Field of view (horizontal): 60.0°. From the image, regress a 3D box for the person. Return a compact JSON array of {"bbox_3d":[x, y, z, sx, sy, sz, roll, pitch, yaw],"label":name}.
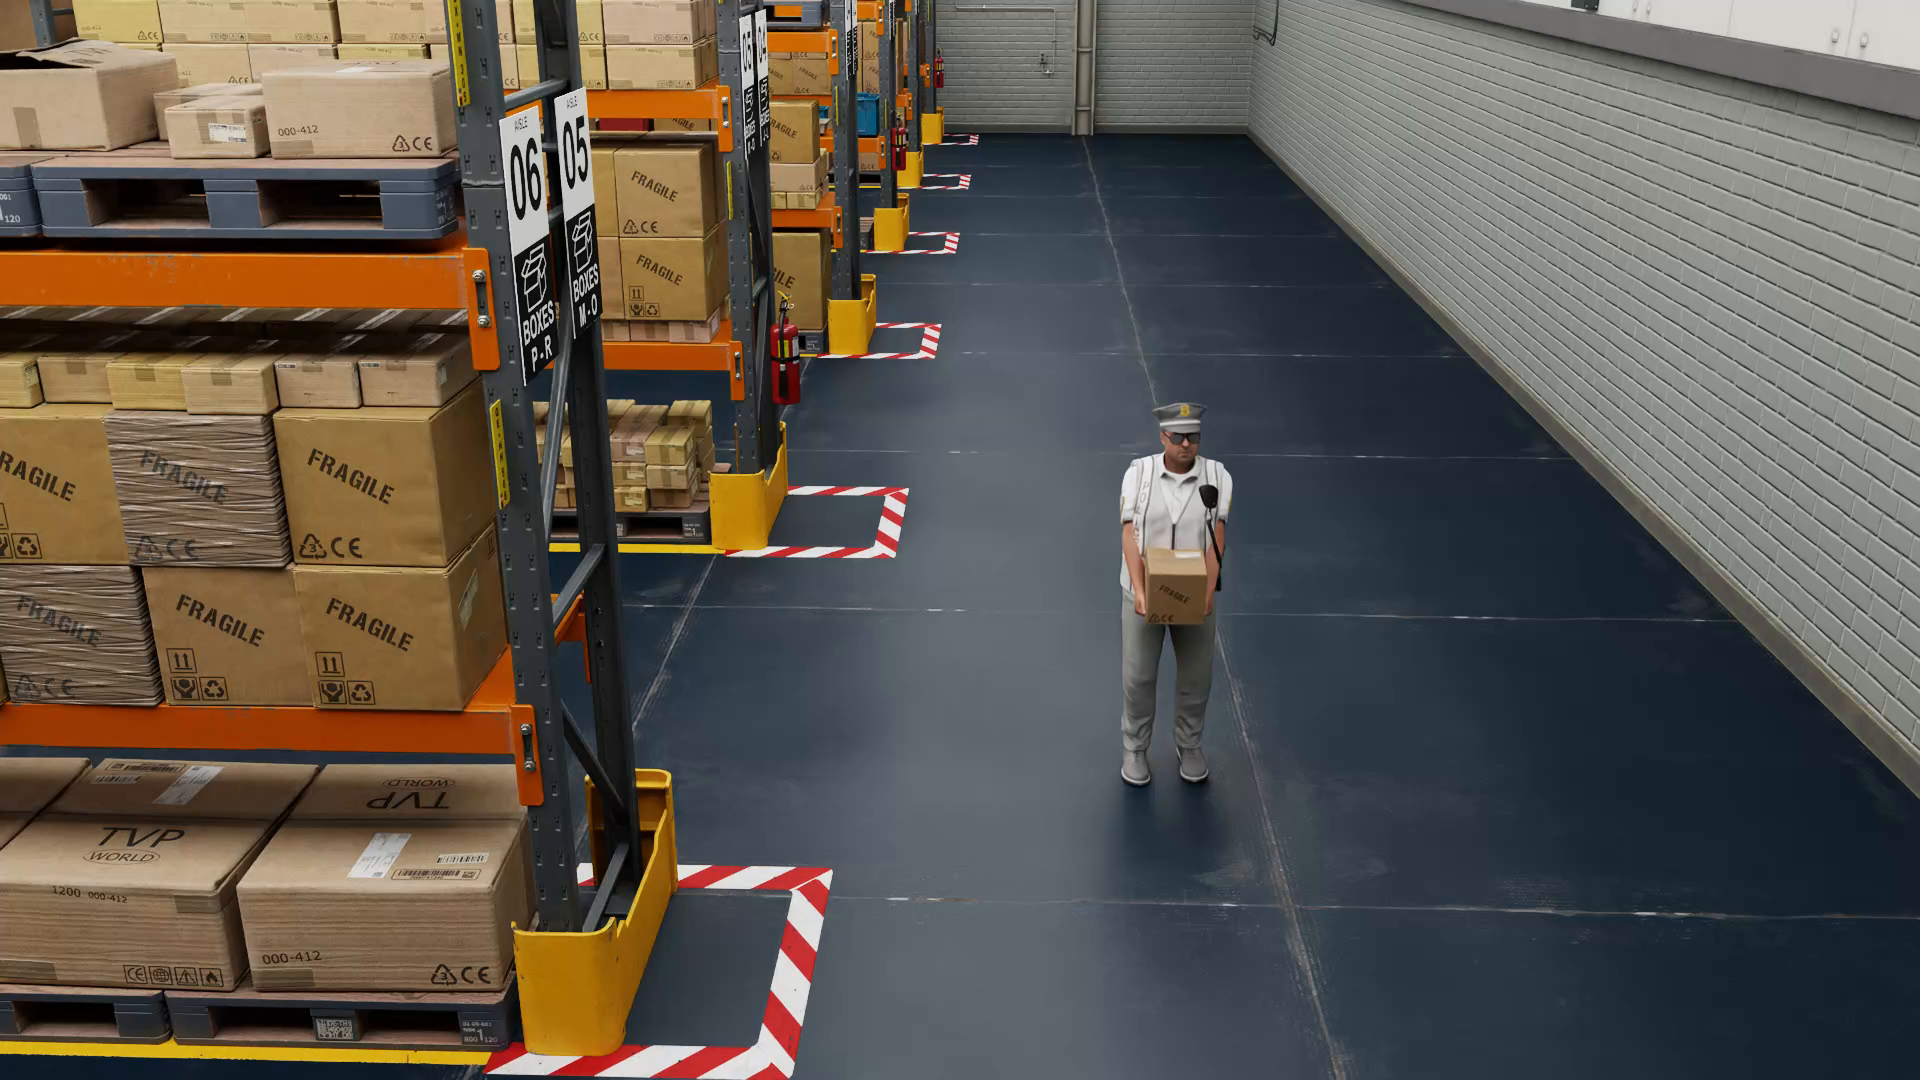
[{"bbox_3d":[0.957,0.254,7.465,0.494,1.768,0.556,1,21,3],"label":"person"}]
